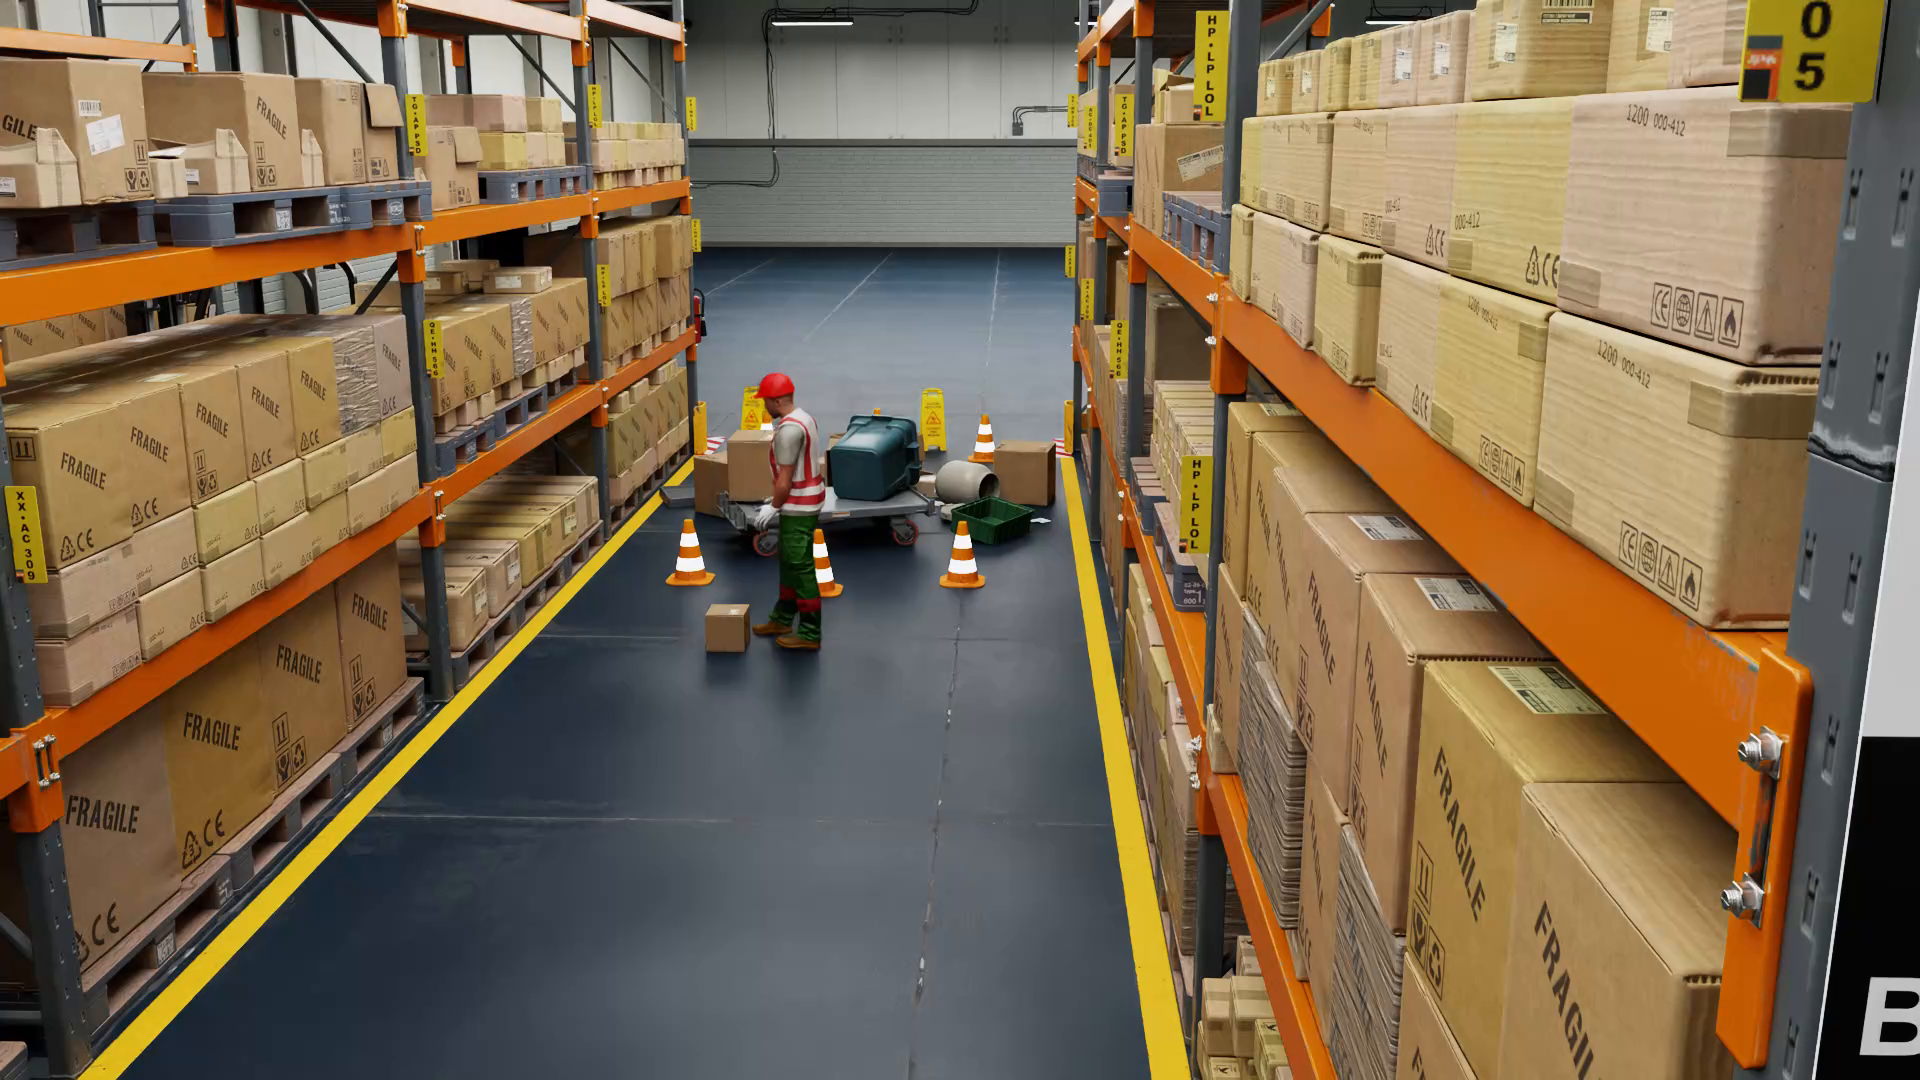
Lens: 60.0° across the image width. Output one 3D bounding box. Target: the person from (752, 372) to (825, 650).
[{"bbox_3d":[-1.144,-0.190,10.671,0.562,1.784,0.563,2,14,7],"label":"person"}]
